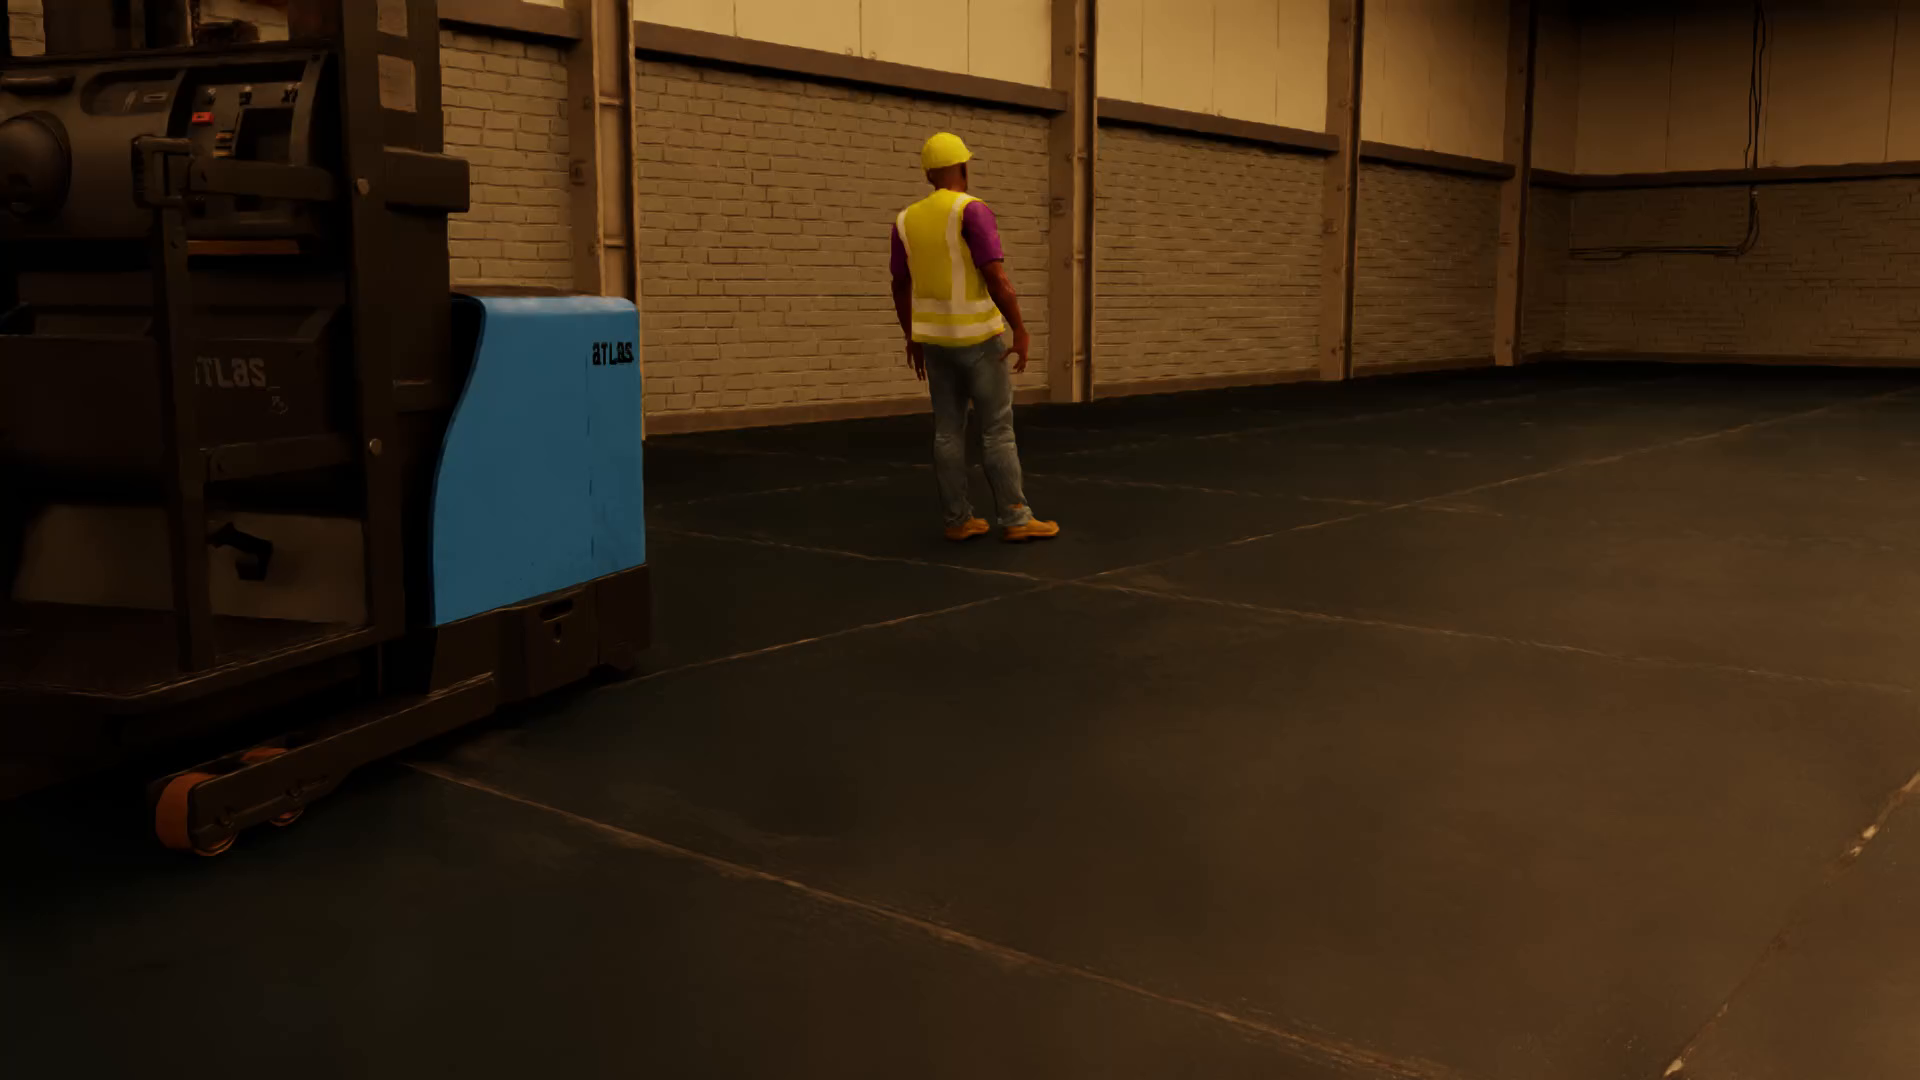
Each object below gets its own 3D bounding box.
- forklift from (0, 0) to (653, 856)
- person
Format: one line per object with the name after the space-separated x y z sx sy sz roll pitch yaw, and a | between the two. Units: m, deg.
-1.853 -0.902 3.450 1.130 2.935 3.031 3 9 19 | forklift
0.048 -0.888 7.326 0.665 1.766 0.576 7 11 38 | person
